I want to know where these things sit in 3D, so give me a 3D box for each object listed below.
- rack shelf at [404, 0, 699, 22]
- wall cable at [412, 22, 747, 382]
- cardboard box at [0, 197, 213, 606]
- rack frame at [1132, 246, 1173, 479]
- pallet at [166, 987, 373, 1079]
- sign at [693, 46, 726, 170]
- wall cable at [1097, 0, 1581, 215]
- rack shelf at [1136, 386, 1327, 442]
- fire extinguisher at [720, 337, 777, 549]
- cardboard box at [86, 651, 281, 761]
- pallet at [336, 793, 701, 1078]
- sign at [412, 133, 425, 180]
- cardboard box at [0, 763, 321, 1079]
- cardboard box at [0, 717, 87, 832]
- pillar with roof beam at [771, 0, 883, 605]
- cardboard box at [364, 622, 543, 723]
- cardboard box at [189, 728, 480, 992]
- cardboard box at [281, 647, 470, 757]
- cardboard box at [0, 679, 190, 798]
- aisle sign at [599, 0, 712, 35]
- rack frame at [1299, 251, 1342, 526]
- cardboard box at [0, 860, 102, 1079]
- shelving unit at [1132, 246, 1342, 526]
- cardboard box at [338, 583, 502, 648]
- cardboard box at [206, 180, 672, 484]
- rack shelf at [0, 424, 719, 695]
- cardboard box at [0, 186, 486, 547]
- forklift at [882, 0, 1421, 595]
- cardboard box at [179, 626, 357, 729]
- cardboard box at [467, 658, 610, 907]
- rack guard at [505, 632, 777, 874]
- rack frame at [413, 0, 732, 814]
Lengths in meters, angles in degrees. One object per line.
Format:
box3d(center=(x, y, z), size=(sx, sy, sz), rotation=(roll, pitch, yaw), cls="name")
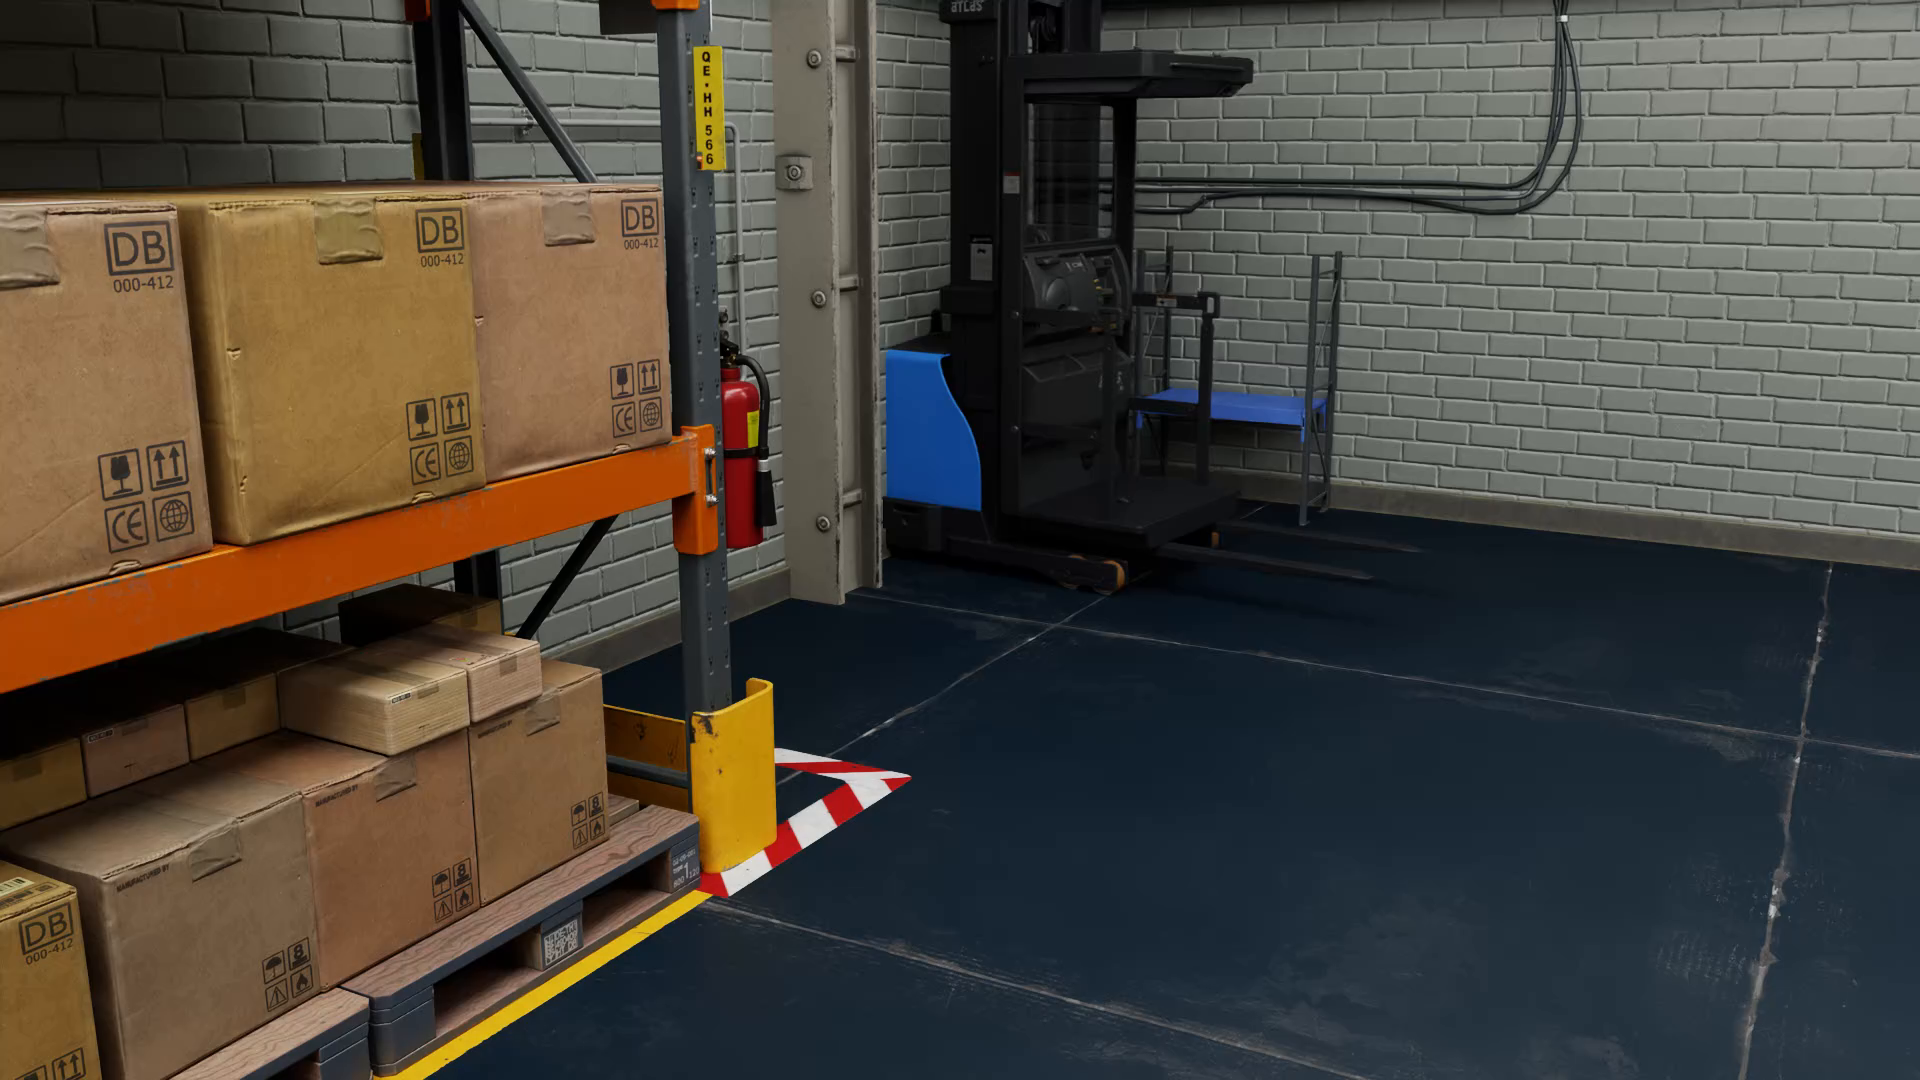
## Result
box3d(center=(-2.119, -1.258, 2.987), size=(1.077, 0.370, 4.000), rotation=(7, 15, 28), cls="rack shelf")
box3d(center=(-1.362, -1.424, 6.371), size=(0.084, 1.984, 1.851), rotation=(7, 15, 28), cls="wall cable")
box3d(center=(-2.109, -0.294, 3.213), size=(0.980, 0.700, 0.700), rotation=(7, 15, 25), cls="cardboard box")
box3d(center=(1.141, -0.971, 9.861), size=(0.032, 1.500, 0.500), rotation=(7, 15, 27), cls="rack frame")
box3d(center=(-2.061, 1.218, 3.531), size=(1.003, 0.211, 1.213), rotation=(7, 15, 28), cls="pallet")
box3d(center=(-0.684, -1.174, 4.526), size=(0.100, 0.325, 0.005), rotation=(7, 15, 28), cls="sign")
box3d(center=(1.895, -3.087, 9.262), size=(3.097, 2.526, 0.112), rotation=(7, 15, 28), cls="wall cable")
box3d(center=(1.590, -0.740, 9.672), size=(1.000, 0.185, 0.538), rotation=(7, 15, 27), cls="rack shelf")
box3d(center=(-0.676, -0.320, 4.920), size=(0.296, 0.674, 0.183), rotation=(7, 15, 28), cls="fire extinguisher")
box3d(center=(-1.884, 0.398, 4.037), size=(0.380, 0.149, 0.250), rotation=(8, 15, 29), cls="cardboard box")
box3d(center=(-1.471, 0.969, 4.565), size=(1.003, 0.211, 1.213), rotation=(7, 15, 28), cls="pallet")
box3d(center=(-1.635, -1.083, 5.111), size=(0.100, 0.325, 0.005), rotation=(7, 15, 28), cls="sign")
box3d(center=(-1.888, 0.812, 3.703), size=(0.700, 0.500, 0.500), rotation=(7, 15, 26), cls="cardboard box")
box3d(center=(-2.129, 0.503, 3.602), size=(0.380, 0.149, 0.250), rotation=(8, 15, 29), cls="cardboard box")
box3d(center=(3.164, -3.641, 4.934), size=(9.100, 9.000, 0.400), rotation=(7, 15, 28), cls="pillar with roof beam")
box3d(center=(-1.306, 0.338, 4.286), size=(0.380, 0.149, 0.250), rotation=(7, 15, 27), cls="cardboard box")
box3d(center=(-1.645, 0.709, 4.131), size=(0.700, 0.500, 0.500), rotation=(7, 15, 28), cls="cardboard box")
box3d(center=(-1.429, 0.390, 4.068), size=(0.380, 0.149, 0.250), rotation=(8, 16, 30), cls="cardboard box")
box3d(center=(-2.006, 0.450, 3.820), size=(0.380, 0.149, 0.250), rotation=(8, 16, 29), cls="cardboard box")
box3d(center=(-0.855, -1.804, 4.571), size=(0.394, 0.787, 0.004), rotation=(7, 15, 28), cls="aisle sign")
box3d(center=(2.039, -0.859, 9.398), size=(0.032, 1.500, 0.500), rotation=(7, 15, 27), cls="rack frame")
box3d(center=(-2.139, 0.922, 3.246), size=(0.700, 0.500, 0.500), rotation=(8, 16, 29), cls="cardboard box")
box3d(center=(1.590, -0.915, 9.630), size=(1.048, 1.500, 0.538), rotation=(7, 15, 27), cls="shelving unit")
box3d(center=(-1.518, 0.242, 4.681), size=(0.380, 0.149, 0.250), rotation=(7, 15, 28), cls="cardboard box")
box3d(center=(-1.390, -0.600, 4.482), size=(0.980, 0.700, 0.700), rotation=(8, 16, 31), cls="cardboard box")
box3d(center=(-2.119, 0.200, 3.338), size=(1.077, 0.370, 4.000), rotation=(7, 15, 28), cls="rack shelf")
box3d(center=(-1.732, -0.449, 3.858), size=(0.980, 0.700, 0.700), rotation=(7, 15, 28), cls="cardboard box")
box3d(center=(0.763, -1.303, 8.186), size=(3.031, 2.935, 1.130), rotation=(9, 16, 34), cls="forklift")
box3d(center=(-1.762, 0.346, 4.250), size=(0.380, 0.149, 0.250), rotation=(7, 15, 28), cls="cardboard box")
box3d(center=(-1.403, 0.606, 4.557), size=(0.700, 0.500, 0.500), rotation=(7, 15, 28), cls="cardboard box")
box3d(center=(-1.141, 0.650, 5.269), size=(1.175, 0.500, 0.348), rotation=(7, 15, 28), cls="rack guard")
box3d(center=(-1.153, -0.560, 4.956), size=(1.000, 3.000, 0.127), rotation=(7, 15, 28), cls="rack frame")
